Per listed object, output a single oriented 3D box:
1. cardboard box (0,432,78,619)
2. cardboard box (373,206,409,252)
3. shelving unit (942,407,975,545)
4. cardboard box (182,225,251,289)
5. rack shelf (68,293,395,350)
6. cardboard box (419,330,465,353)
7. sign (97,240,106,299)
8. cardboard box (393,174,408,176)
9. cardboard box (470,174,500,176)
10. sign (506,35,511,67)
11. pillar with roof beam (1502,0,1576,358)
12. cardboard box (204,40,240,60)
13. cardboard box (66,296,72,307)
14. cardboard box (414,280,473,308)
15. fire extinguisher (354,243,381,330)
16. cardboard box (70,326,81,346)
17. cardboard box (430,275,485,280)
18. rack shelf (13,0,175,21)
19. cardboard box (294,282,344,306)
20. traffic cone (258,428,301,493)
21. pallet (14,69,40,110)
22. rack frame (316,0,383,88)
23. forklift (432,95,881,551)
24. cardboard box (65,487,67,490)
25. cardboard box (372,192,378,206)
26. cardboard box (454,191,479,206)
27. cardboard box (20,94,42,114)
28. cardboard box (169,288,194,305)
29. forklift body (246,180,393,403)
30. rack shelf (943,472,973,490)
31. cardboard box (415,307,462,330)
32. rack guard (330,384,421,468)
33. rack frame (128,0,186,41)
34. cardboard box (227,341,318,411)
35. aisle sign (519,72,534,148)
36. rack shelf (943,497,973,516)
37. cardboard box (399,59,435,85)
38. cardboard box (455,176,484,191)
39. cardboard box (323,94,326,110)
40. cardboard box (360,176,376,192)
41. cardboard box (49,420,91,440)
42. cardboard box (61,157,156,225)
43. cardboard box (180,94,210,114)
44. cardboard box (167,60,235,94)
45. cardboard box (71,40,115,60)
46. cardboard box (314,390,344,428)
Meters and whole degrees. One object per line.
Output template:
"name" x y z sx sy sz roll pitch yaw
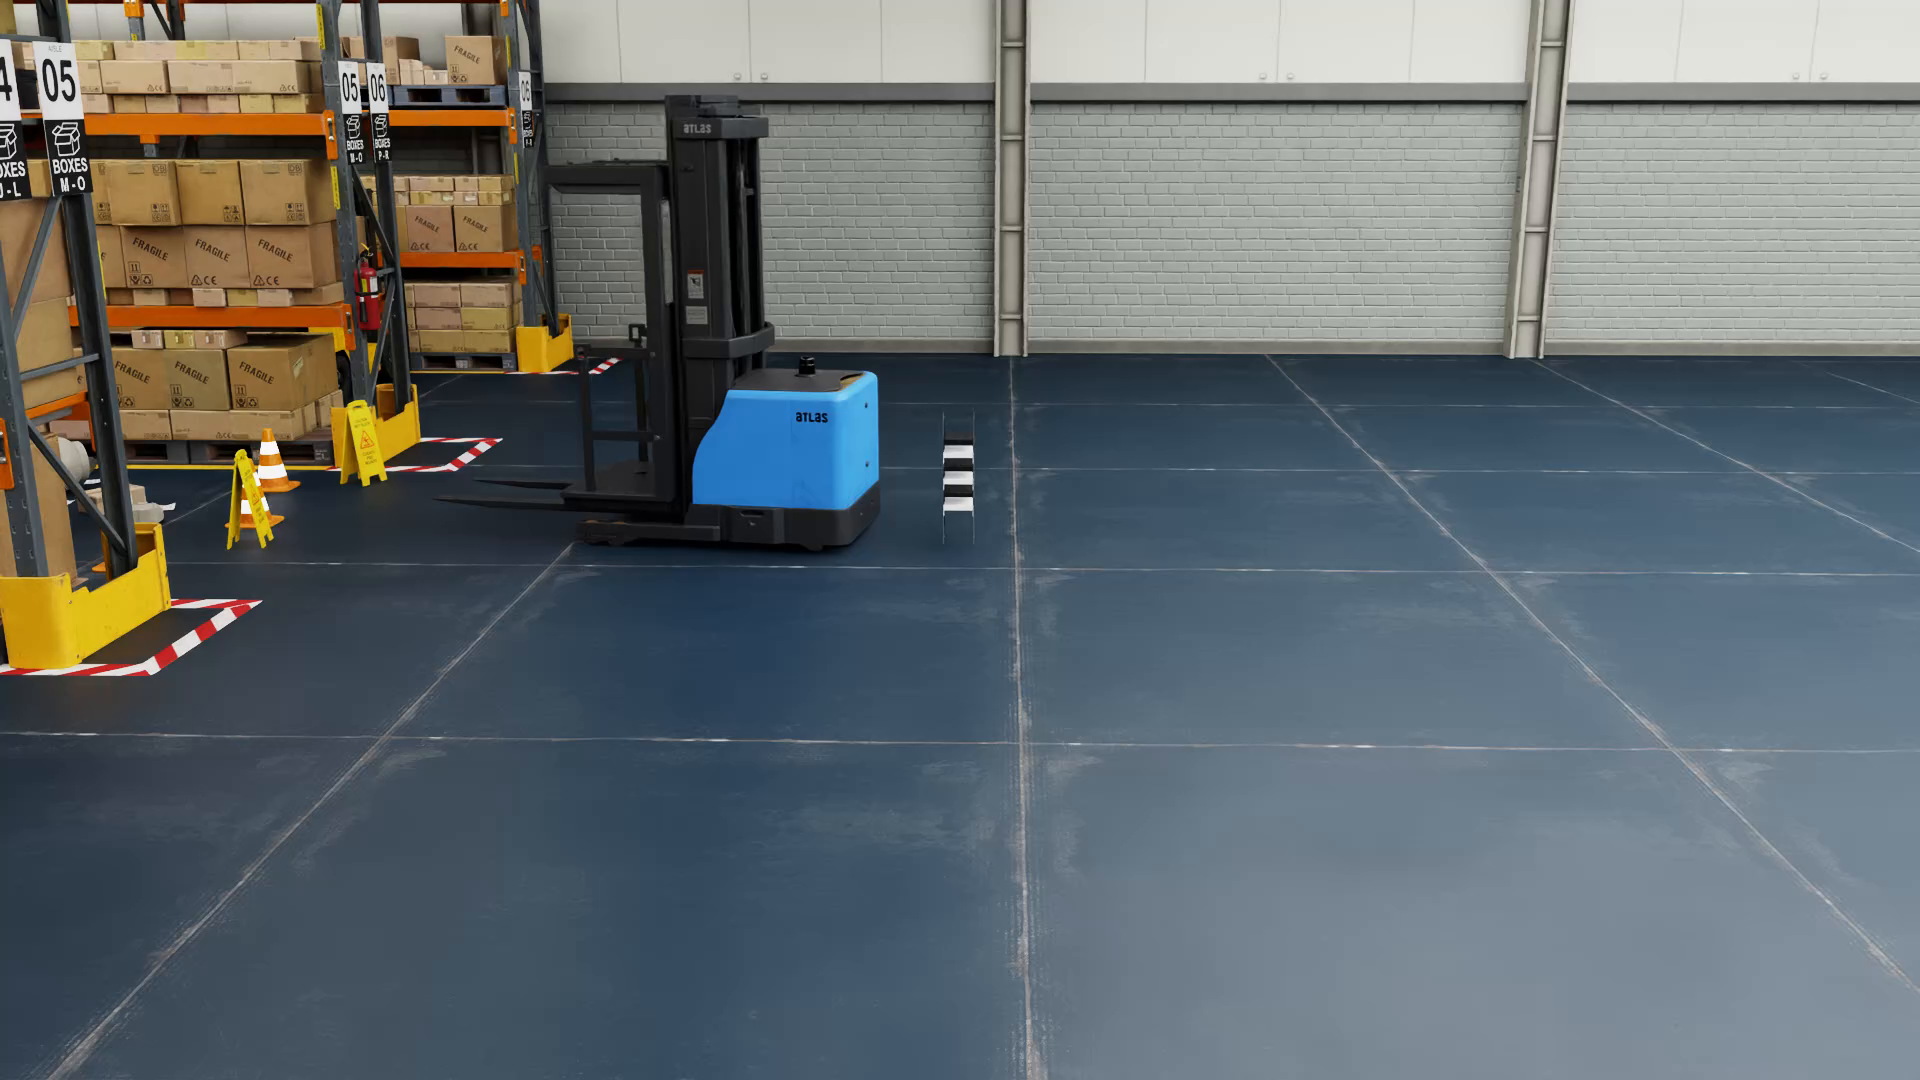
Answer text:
"cardboard box" -5.554 -0.082 9.114 0.875 0.875 0.875 0 15 2
"cardboard box" -6.256 -3.441 18.308 0.500 0.500 0.500 0 15 0
"shelving unit" -0.008 -0.435 11.225 0.210 0.900 0.258 0 15 1
"cardboard box" -5.899 -2.312 13.444 0.500 0.500 0.500 0 15 2
"rack shelf" -6.849 -1.847 13.872 4.000 0.370 1.077 0 15 1
"cardboard box" -5.701 -2.250 18.553 0.500 0.250 0.500 0 15 1
"sign" -4.855 -1.517 9.359 0.005 0.325 0.100 0 15 1
"cardboard box" -6.353 -4.046 18.746 0.250 0.149 0.380 0 15 0
"cardboard box" -5.321 -4.028 18.677 0.250 0.149 0.380 1 15 3
"sign" -4.754 -5.150 17.519 0.005 0.325 0.100 0 15 1
"pillar with roof beam" 6.487 -5.407 14.194 0.400 9.000 9.100 0 15 1
"cardboard box" -5.707 -3.832 13.033 0.250 0.149 0.380 0 15 1
"cardboard box" -7.263 -1.992 13.503 0.250 0.149 0.380 0 15 2
"cardboard box" -5.705 -2.730 18.415 0.500 0.250 0.500 1 15 2
"fire extinguisher" -4.747 -2.026 13.292 0.183 0.674 0.296 0 15 1
"cardboard box" -7.359 -1.665 13.597 0.250 0.149 0.380 1 15 5
"cardboard box" -5.701 -2.859 18.902 0.500 0.250 0.500 0 15 2
"rack shelf" -10.724 -5.846 18.054 4.000 0.370 1.077 0 15 1
"cardboard box" -5.229 -2.008 13.565 0.250 0.149 0.380 1 15 3
"traffic cone" -5.312 -0.629 12.818 0.334 0.463 0.336 0 15 1
"pallet" -5.617 -2.329 8.580 1.213 0.211 1.003 0 15 1
"rack frame" -4.849 -5.083 12.965 0.127 3.000 1.000 0 15 1
"forklift" -2.127 -1.506 11.303 3.031 2.935 1.130 3 15 10
"cardboard box" -6.670 -0.341 11.645 0.637 0.503 0.797 -11 19 -37
"cardboard box" -6.363 -3.743 18.179 0.250 0.149 0.380 0 15 2
"cardboard box" -5.336 -3.735 18.148 0.250 0.149 0.380 1 15 2
"cardboard box" -7.256 -3.442 13.117 0.250 0.149 0.380 0 15 0
"cardboard box" -6.251 -2.020 13.610 0.250 0.149 0.380 1 15 2
"forklift body" -6.668 -2.585 16.920 1.214 2.155 2.313 0 15 1
"rack shelf" -0.008 -0.403 11.234 0.200 0.077 0.258 0 15 1
"cardboard box" -5.722 -2.493 18.494 0.500 0.250 0.500 0 15 1
"rack guard" -4.925 -0.974 14.051 0.348 0.500 1.175 0 15 1
"rack frame" -8.725 -6.375 17.862 0.127 3.000 1.000 0 15 1
"cardboard box" -5.657 -1.357 13.700 0.500 0.500 0.500 0 15 2
"aisle sign" -4.668 -4.630 17.911 0.004 0.787 0.394 0 15 1
"rack shelf" -0.008 -0.229 11.280 0.200 0.077 0.258 0 15 1
"cardboard box" -5.816 -5.014 17.830 0.258 0.266 0.396 0 15 2
"cardboard box" -5.337 -3.896 18.176 0.250 0.149 0.380 0 15 2
"cardboard box" -5.173 -3.596 13.702 0.250 0.149 0.380 0 15 1
"cardboard box" -6.368 -3.885 18.135 0.250 0.149 0.380 1 15 3
"cardboard box" -7.201 -1.006 13.838 0.500 0.250 0.500 0 15 1
"cardboard box" -6.879 -2.826 13.433 0.500 0.500 0.700 0 15 1
"cardboard box" -5.979 -3.464 13.203 0.250 0.149 0.380 0 15 2
"cardboard box" -5.870 -3.645 13.108 0.500 0.250 0.500 0 15 1
"cardboard box" -6.729 -3.825 13.006 0.250 0.149 0.380 1 15 3
"cardboard box" -5.649 -1.131 14.315 0.500 0.250 0.500 0 15 1
